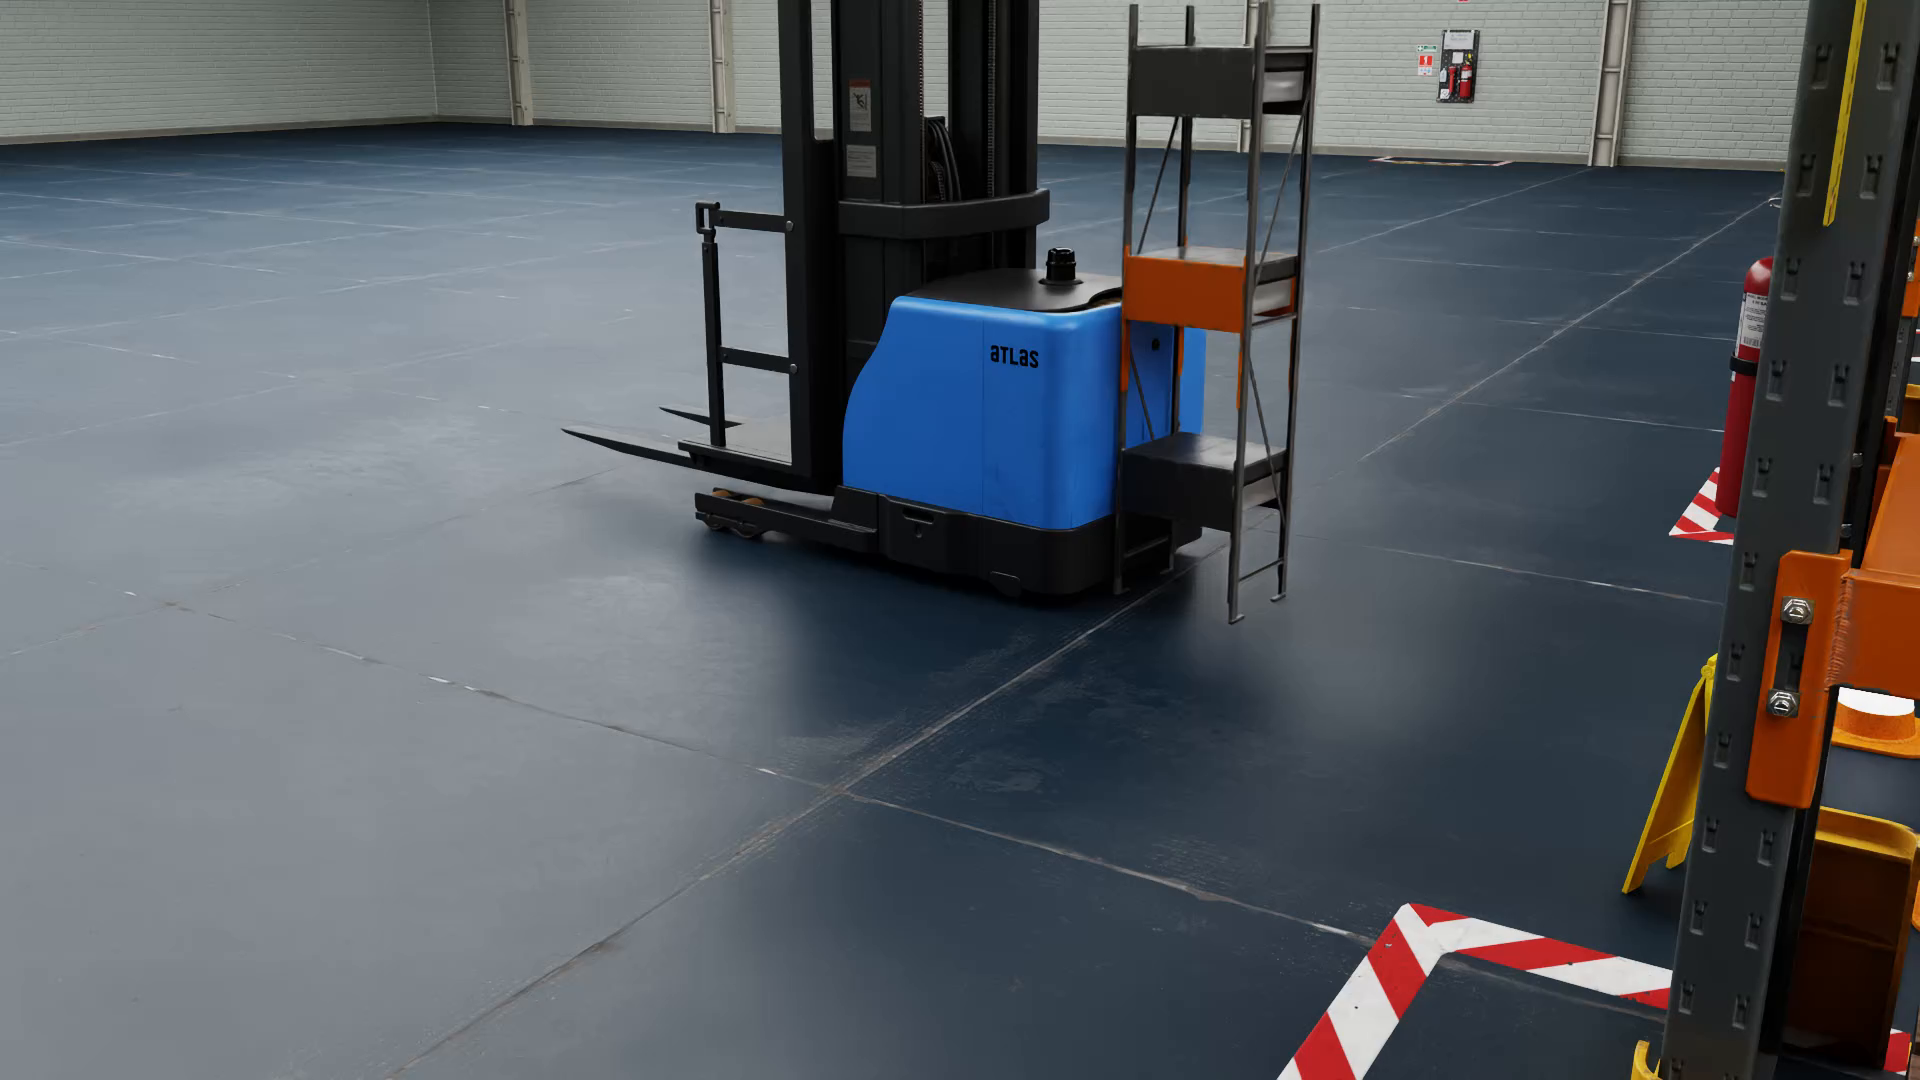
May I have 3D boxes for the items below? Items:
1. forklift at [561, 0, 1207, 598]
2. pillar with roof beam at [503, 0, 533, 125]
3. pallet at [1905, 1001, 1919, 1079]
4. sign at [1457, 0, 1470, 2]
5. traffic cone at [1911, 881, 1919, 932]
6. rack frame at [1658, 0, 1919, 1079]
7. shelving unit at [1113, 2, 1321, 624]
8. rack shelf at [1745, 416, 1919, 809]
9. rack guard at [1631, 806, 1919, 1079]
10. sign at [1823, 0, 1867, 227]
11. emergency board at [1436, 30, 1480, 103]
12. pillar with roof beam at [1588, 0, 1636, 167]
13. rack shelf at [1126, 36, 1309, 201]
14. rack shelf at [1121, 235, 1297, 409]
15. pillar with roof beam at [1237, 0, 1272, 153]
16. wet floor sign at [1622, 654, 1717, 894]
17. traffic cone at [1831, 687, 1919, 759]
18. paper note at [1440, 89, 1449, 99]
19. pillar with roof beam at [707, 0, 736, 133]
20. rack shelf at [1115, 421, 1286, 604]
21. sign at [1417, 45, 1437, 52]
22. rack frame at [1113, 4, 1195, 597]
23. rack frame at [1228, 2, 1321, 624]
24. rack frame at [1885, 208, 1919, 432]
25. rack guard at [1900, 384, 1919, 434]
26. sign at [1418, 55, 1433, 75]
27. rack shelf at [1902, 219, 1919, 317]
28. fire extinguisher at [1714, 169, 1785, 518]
[{"bbox_3d":[-0.493,-1.517,6.832,3.031,2.935,1.130,13,21,37],"label":"forklift"},{"bbox_3d":[-12.413,-12.890,33.832,0.400,9.000,9.100,10,20,30],"label":"pillar with roof beam"},{"bbox_3d":[2.130,1.198,2.573,1.213,0.211,1.003,10,20,30],"label":"pallet"},{"bbox_3d":[8.250,-8.955,27.213,0.199,0.298,0.001,10,20,30],"label":"sign"},{"bbox_3d":[2.433,0.680,3.846,0.334,0.463,0.336,10,20,30],"label":"traffic cone"},{"bbox_3d":[1.391,-0.280,2.641,0.127,3.000,1.000,10,20,30],"label":"rack frame"},{"bbox_3d":[0.891,-0.796,5.889,0.503,2.100,0.431,13,21,37],"label":"shelving unit"},{"bbox_3d":[3.095,0.369,1.744,4.000,0.370,1.077,10,20,30],"label":"rack shelf"},{"bbox_3d":[1.456,0.928,2.966,0.348,0.500,1.175,10,20,30],"label":"rack guard"},{"bbox_3d":[1.107,-0.559,2.073,0.005,0.325,0.100,10,20,30],"label":"sign"},{"bbox_3d":[8.205,-7.820,27.465,0.643,1.169,0.194,10,20,30],"label":"emergency board"},{"bbox_3d":[8.038,-9.239,21.814,0.400,9.000,9.100,10,20,30],"label":"pillar with roof beam"},{"bbox_3d":[0.890,-1.453,5.689,0.480,0.518,0.431,13,21,37],"label":"rack shelf"},{"bbox_3d":[0.891,-0.783,5.893,0.480,0.518,0.431,13,21,37],"label":"rack shelf"},{"bbox_3d":[2.925,-10.152,24.819,0.400,9.000,9.100,10,20,30],"label":"pillar with roof beam"},{"bbox_3d":[1.789,0.553,3.951,0.267,0.644,0.232,-13,21,-37],"label":"wet floor sign"},{"bbox_3d":[2.724,0.353,4.921,0.334,0.463,0.336,10,20,30],"label":"traffic cone"},{"bbox_3d":[8.090,-7.443,27.738,0.142,0.148,0.016,10,20,30],"label":"paper note"},{"bbox_3d":[-7.300,-11.977,30.828,0.400,9.000,9.100,10,20,30],"label":"pillar with roof beam"},{"bbox_3d":[0.891,-0.113,6.096,0.480,0.518,0.431,13,21,37],"label":"rack shelf"},{"bbox_3d":[7.787,-8.197,27.734,0.331,0.109,0.001,10,20,30],"label":"sign"},{"bbox_3d":[0.700,-0.840,6.034,0.015,2.100,0.400,13,21,37],"label":"rack frame"},{"bbox_3d":[1.081,-0.752,5.743,0.015,2.100,0.400,13,21,37],"label":"rack frame"},{"bbox_3d":[3.896,-1.521,6.728,0.127,3.000,1.000,10,20,30],"label":"rack frame"},{"bbox_3d":[3.875,-0.329,7.103,0.348,0.500,1.175,10,20,30],"label":"rack guard"},{"bbox_3d":[7.788,-7.947,27.820,0.234,0.329,0.001,10,20,30],"label":"sign"},{"bbox_3d":[5.600,-0.873,5.831,4.000,0.370,1.077,10,20,30],"label":"rack shelf"},{"bbox_3d":[1.535,-0.374,3.085,0.183,0.674,0.296,10,20,30],"label":"fire extinguisher"}]
